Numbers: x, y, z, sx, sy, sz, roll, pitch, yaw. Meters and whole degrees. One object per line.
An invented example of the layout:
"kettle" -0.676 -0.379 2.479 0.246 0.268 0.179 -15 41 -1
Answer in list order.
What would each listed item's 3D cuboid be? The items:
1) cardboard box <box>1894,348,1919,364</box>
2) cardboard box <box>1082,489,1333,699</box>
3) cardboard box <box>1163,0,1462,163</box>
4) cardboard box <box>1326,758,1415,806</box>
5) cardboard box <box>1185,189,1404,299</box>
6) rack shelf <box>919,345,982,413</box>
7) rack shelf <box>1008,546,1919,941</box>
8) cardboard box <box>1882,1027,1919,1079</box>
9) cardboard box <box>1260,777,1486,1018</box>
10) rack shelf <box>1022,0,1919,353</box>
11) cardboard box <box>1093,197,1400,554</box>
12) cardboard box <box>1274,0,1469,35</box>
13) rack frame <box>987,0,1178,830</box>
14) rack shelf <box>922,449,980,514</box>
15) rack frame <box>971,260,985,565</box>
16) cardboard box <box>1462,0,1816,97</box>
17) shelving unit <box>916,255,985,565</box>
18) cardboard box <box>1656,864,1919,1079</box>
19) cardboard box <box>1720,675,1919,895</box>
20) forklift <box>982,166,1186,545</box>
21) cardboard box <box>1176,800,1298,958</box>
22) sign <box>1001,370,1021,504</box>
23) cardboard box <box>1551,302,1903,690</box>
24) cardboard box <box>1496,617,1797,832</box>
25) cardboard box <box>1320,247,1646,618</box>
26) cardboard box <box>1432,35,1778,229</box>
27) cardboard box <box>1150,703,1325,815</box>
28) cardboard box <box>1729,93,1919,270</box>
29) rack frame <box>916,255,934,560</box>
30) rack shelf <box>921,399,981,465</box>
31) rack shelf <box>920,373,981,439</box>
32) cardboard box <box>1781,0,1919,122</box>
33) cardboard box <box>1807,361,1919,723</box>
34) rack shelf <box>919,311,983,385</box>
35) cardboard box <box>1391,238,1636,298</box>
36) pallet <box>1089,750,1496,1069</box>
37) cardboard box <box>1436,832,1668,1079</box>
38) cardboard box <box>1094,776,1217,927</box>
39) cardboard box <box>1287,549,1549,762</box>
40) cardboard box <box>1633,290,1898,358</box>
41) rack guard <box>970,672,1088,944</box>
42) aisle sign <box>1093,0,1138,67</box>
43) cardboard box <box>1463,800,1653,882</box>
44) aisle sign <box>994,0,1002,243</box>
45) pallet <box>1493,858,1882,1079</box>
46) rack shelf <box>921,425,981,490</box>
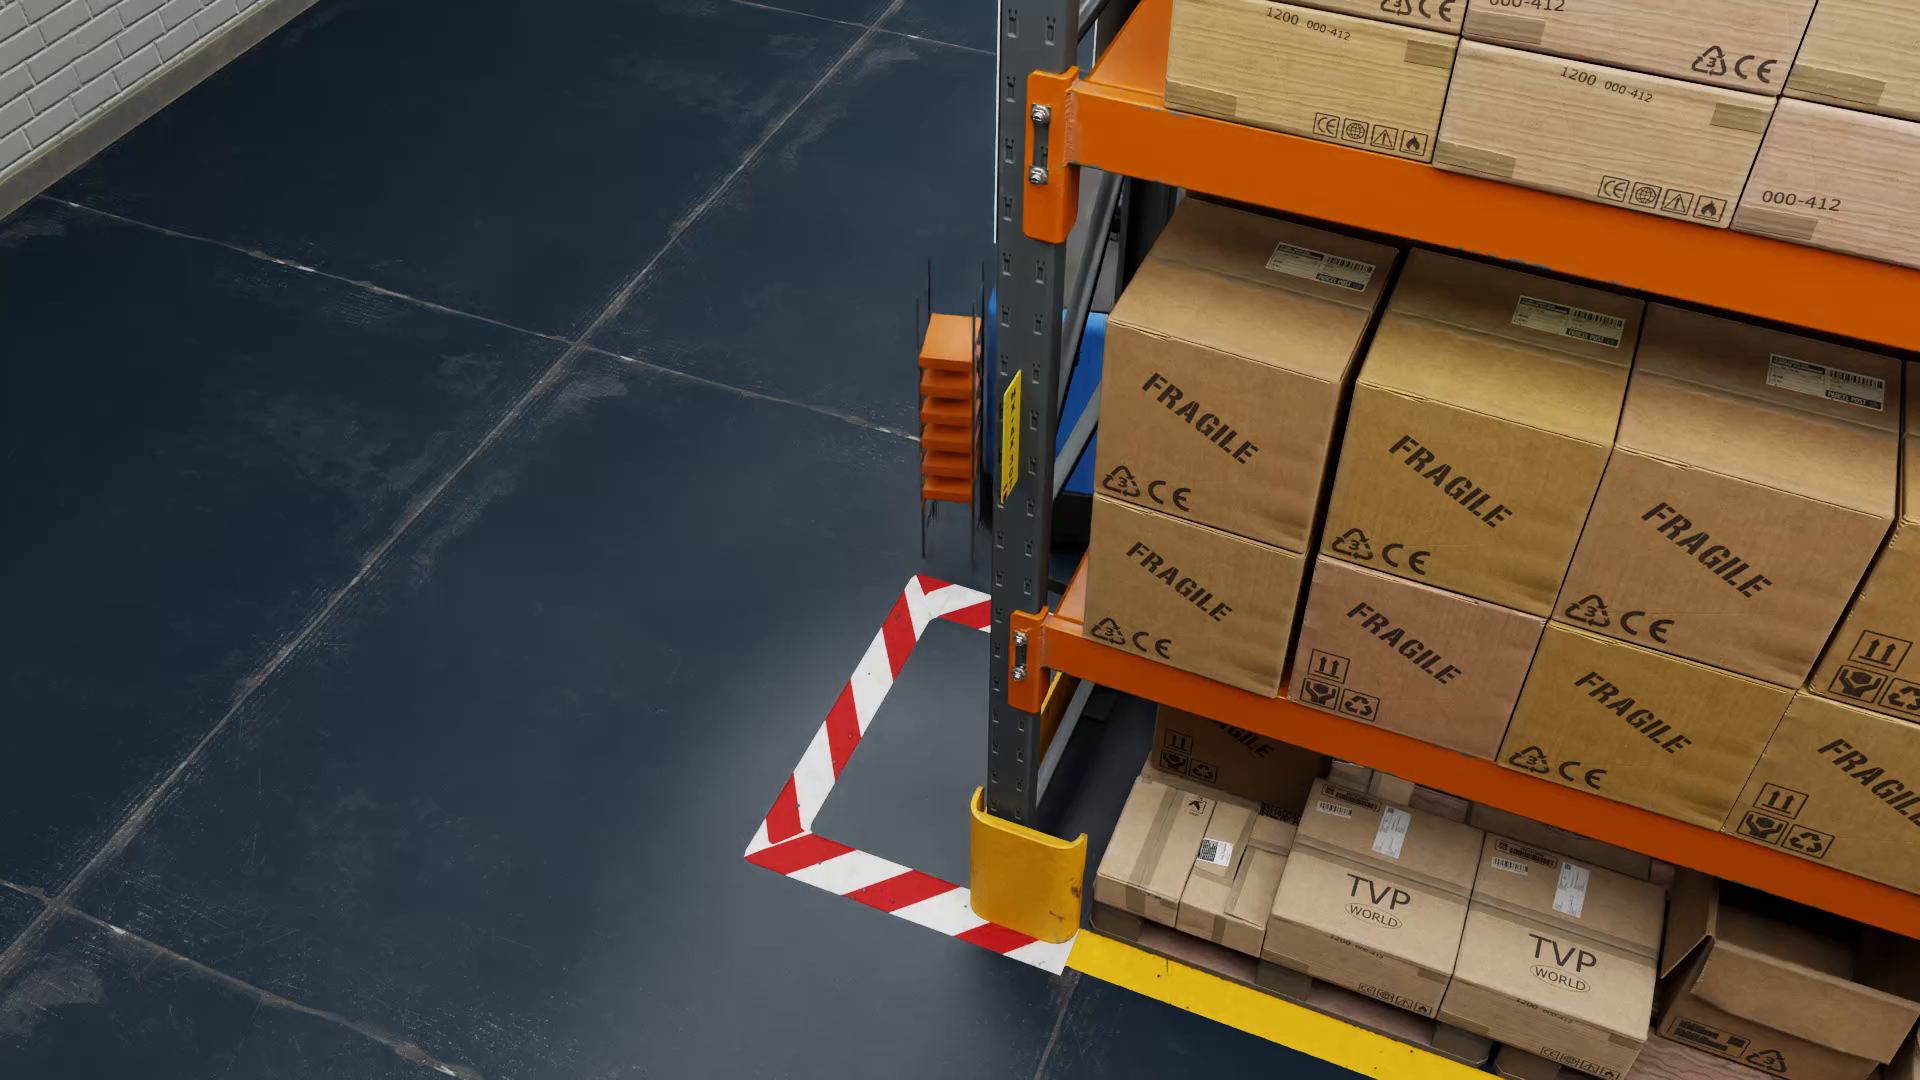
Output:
"cardboard box" 2.262 -0.310 3.655 0.500 0.500 0.500 18 48 17
"cardboard box" 0.633 -0.020 4.072 0.500 0.500 0.500 17 47 17
"cardboard box" 0.701 -0.981 3.089 0.500 0.250 0.500 16 47 16
"cardboard box" 1.260 0.728 5.088 0.250 0.166 0.380 16 47 16
"cardboard box" 0.841 -0.724 4.071 0.500 0.500 0.500 16 47 15
"rack shelf" -0.029 -0.563 5.688 0.180 0.103 0.258 6 45 6
"rack shelf" 2.170 0.522 4.109 4.000 0.370 1.077 16 47 16
"cardboard box" 2.689 1.433 4.277 0.500 0.311 0.500 16 47 16
"cardboard box" 1.179 1.011 4.745 0.500 0.250 0.500 16 47 16
"rack shelf" 2.170 -0.541 3.051 4.000 0.370 1.077 16 47 16
"cardboard box" 0.633 -0.374 3.719 0.500 0.500 0.500 18 48 17
"cardboard box" 0.698 -1.155 2.909 0.500 0.250 0.500 16 47 16
"rack frame" 0.325 -0.276 4.401 0.127 3.000 1.000 16 47 16
"rack shelf" -0.029 -0.223 6.026 0.180 0.103 0.258 6 45 6
"rack frame" 0.062 -0.415 5.816 0.006 1.200 0.240 6 45 6
"cardboard box" 1.157 -1.014 2.768 0.500 0.250 0.500 16 47 16
"shelving unit" -0.029 -0.424 5.826 0.189 1.200 0.258 6 45 6
"cardboard box" 2.280 1.032 4.544 0.637 0.503 0.797 16 47 16
"cardboard box" 2.034 0.392 3.658 0.500 0.500 0.500 17 47 16
"forklift" 1.649 -1.197 5.375 3.031 2.935 1.130 7 45 7
"cardboard box" 0.809 0.977 4.838 0.250 0.166 0.380 16 47 16
"sign" 0.116 -0.230 3.741 0.005 0.325 0.100 16 47 16
"cardboard box" 1.578 -0.098 3.442 0.500 0.500 0.500 17 47 16
"cardboard box" 1.573 0.255 3.796 0.500 0.500 0.500 16 47 16
"cardboard box" 1.118 -0.237 3.582 0.500 0.500 0.500 17 47 16
"cardboard box" 1.157 -0.837 2.944 0.500 0.250 0.500 16 47 16
"cardboard box" 0.921 0.441 5.140 0.500 0.500 0.500 16 47 16
"cardboard box" 1.619 -0.703 2.809 0.500 0.250 0.500 16 47 16
"rack frame" -0.119 -0.434 5.836 0.006 1.200 0.240 6 45 6
"rack shelf" -0.029 -0.393 5.857 0.180 0.103 0.258 6 45 6
"rack shelf" -0.029 -0.478 5.772 0.180 0.103 0.258 6 45 6
"cardboard box" 1.621 -0.883 2.636 0.500 0.250 0.500 16 47 16
"cardboard box" 2.047 0.039 3.304 0.500 0.500 0.500 16 47 15
"rack shelf" -0.029 -0.648 5.603 0.180 0.103 0.258 6 45 6
"cardboard box" 1.308 -0.588 3.934 0.500 0.500 0.500 18 47 17
"pallet" 1.131 0.949 5.147 1.213 0.211 1.003 16 47 16
"cardboard box" 1.640 1.146 4.609 0.500 0.250 0.500 16 47 16
"cardboard box" 0.579 0.916 4.912 0.250 0.149 0.380 16 47 16
"cardboard box" 1.111 0.117 3.935 0.500 0.500 0.500 16 47 15
"cardboard box" 1.788 -0.450 3.796 0.500 0.500 0.500 18 47 17
"rack guard" 0.395 0.631 5.262 0.348 0.500 1.175 16 47 16
"aisle sign" 0.380 -1.416 3.703 0.004 0.787 0.394 16 47 16
"cardboard box" 1.786 0.807 4.949 0.500 0.250 0.500 16 47 16
"aisle sign" 0.149 -1.025 3.311 0.004 0.787 0.394 16 47 16
"pallet" 2.253 1.281 4.813 1.213 0.211 1.003 16 47 16
"rack shelf" -0.029 -0.308 5.942 0.180 0.103 0.258 6 45 6
